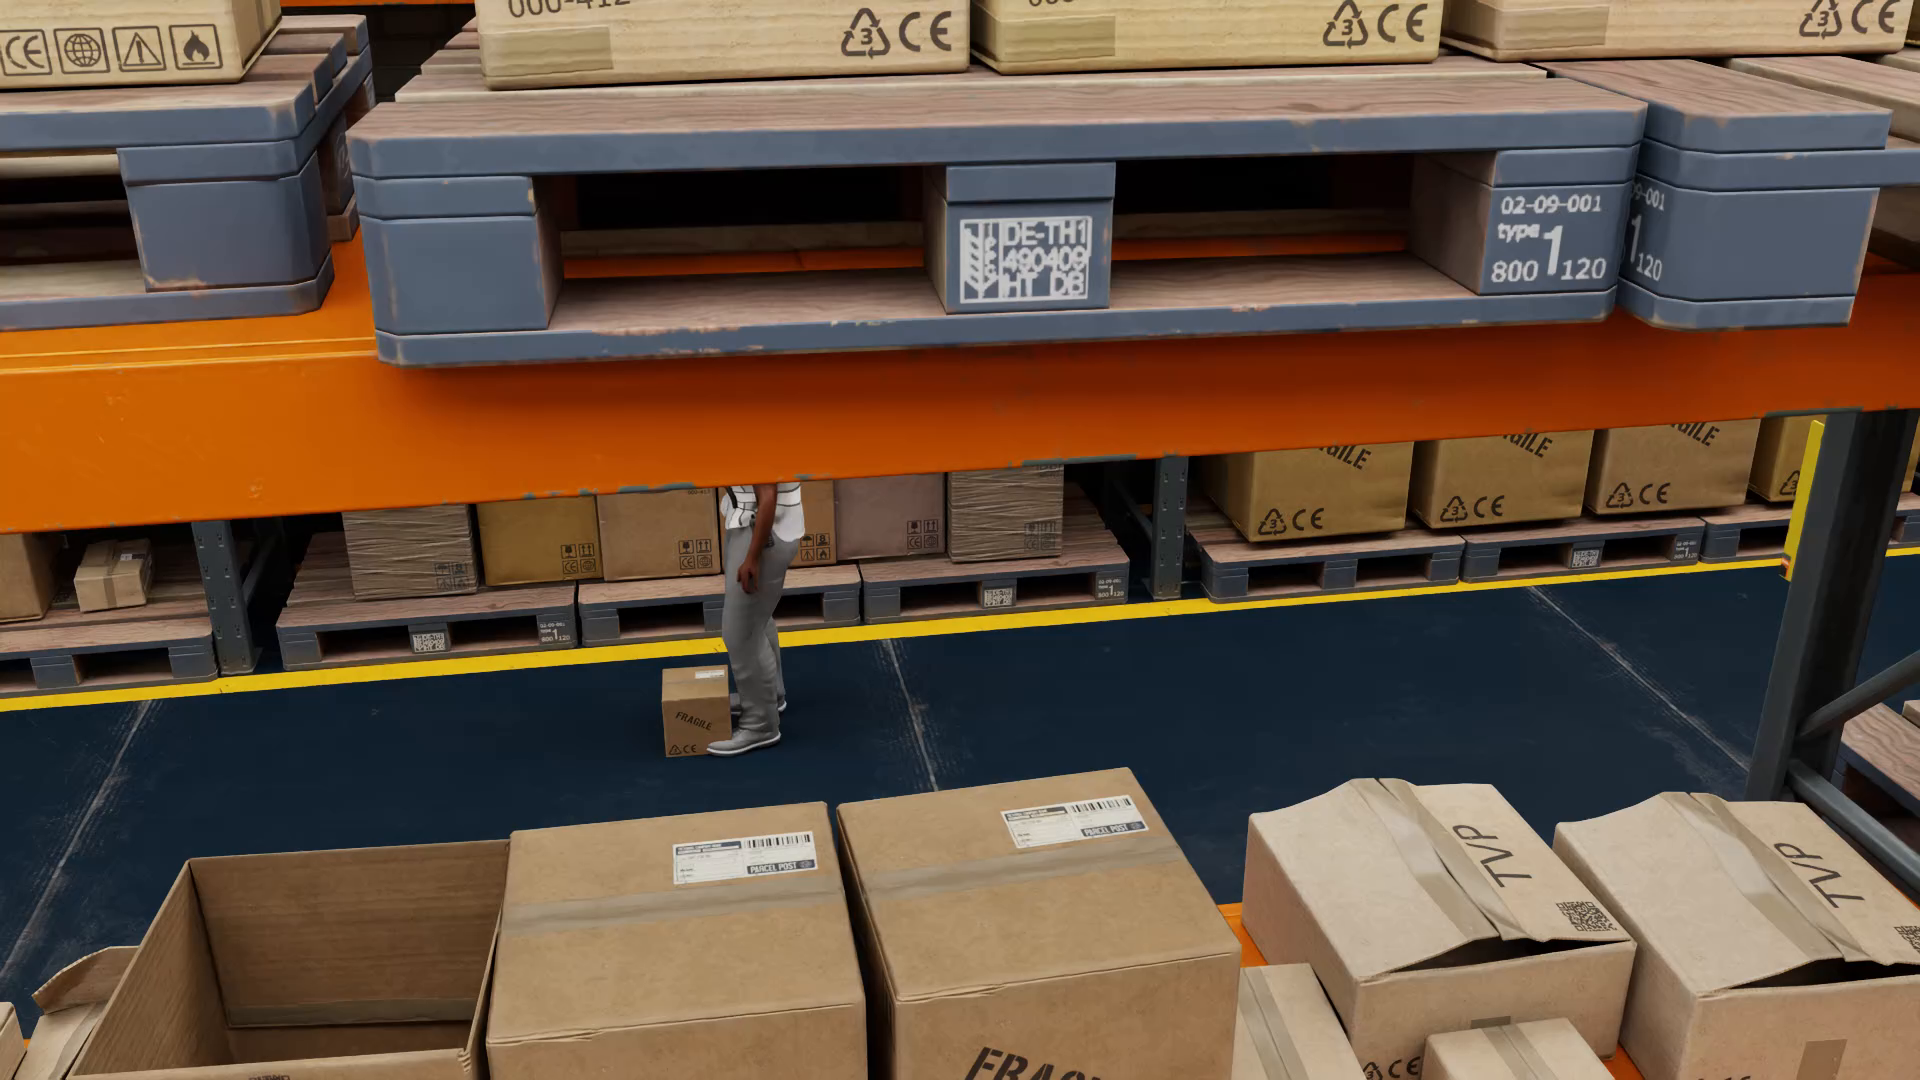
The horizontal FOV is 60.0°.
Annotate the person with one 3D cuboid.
[{"bbox_3d":[-0.790,-0.014,6.135,0.425,1.657,0.510,-5,24,-12],"label":"person"}]
